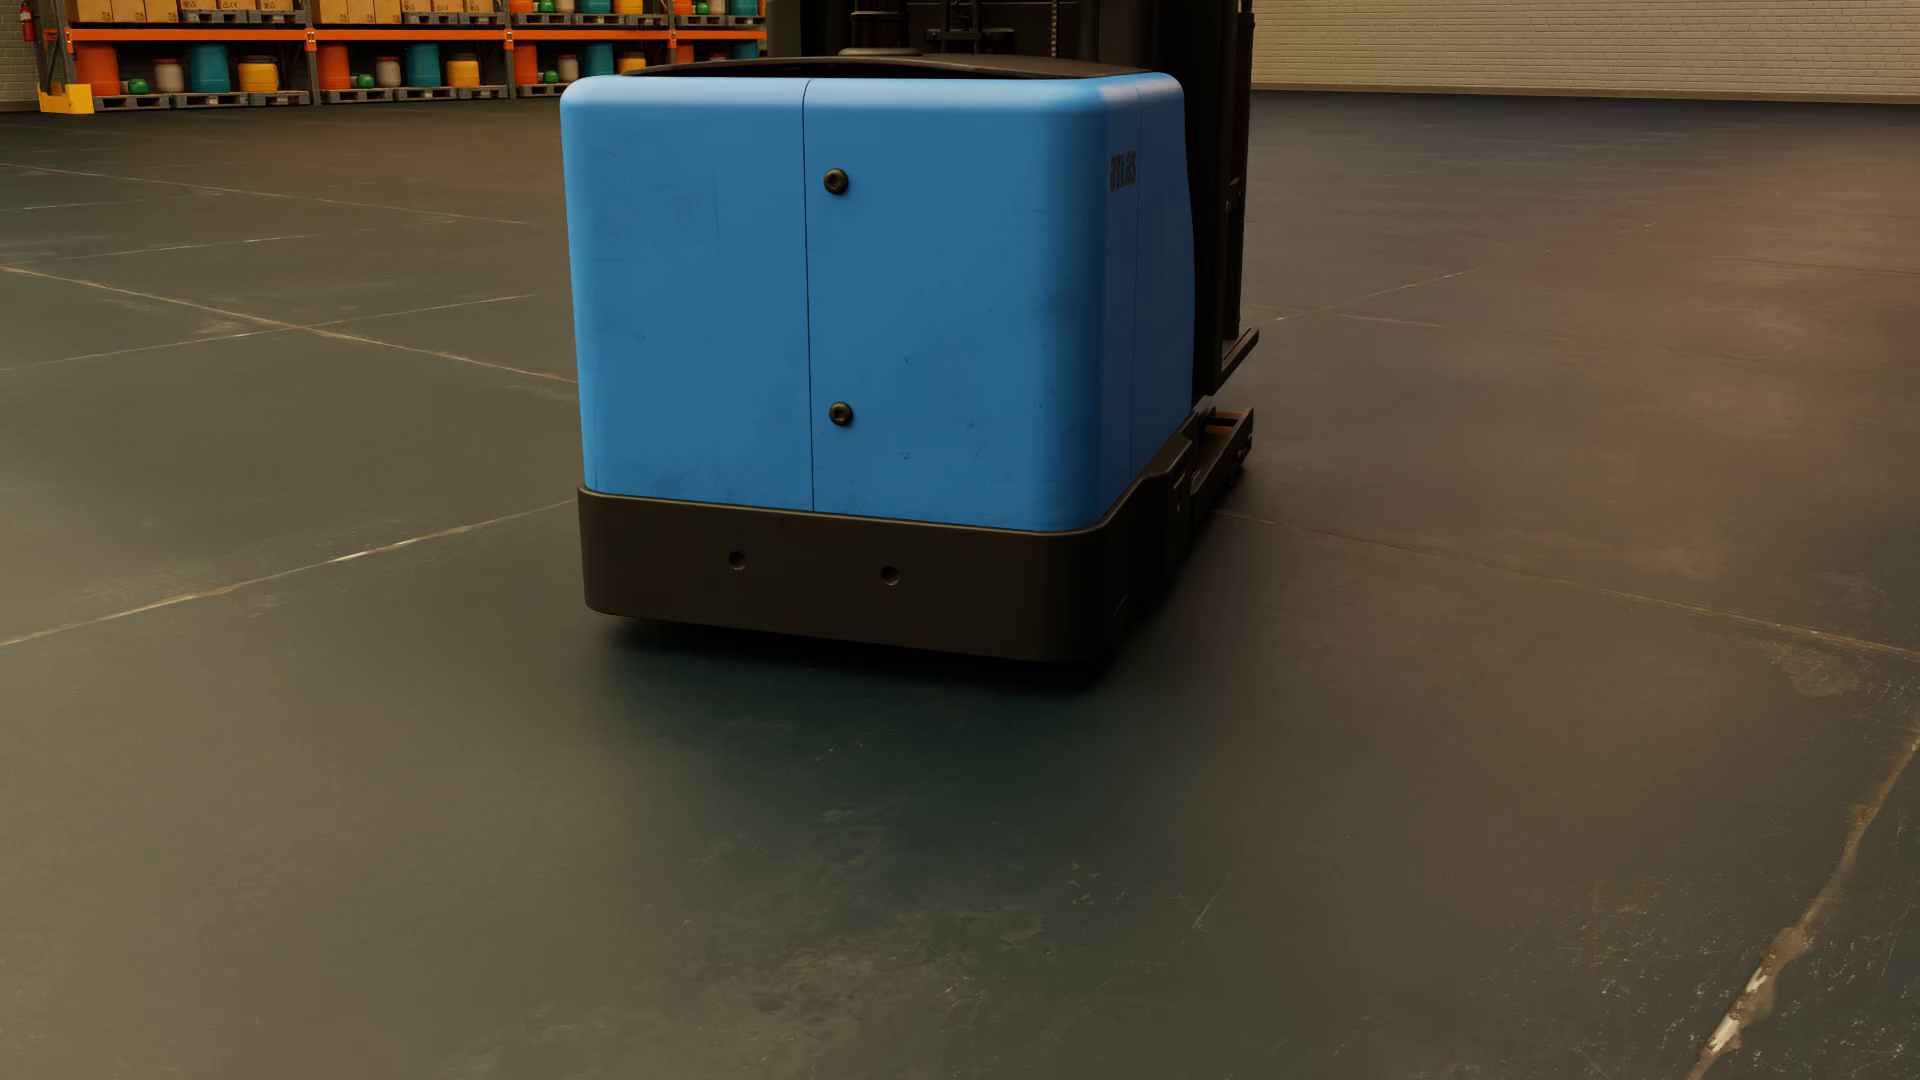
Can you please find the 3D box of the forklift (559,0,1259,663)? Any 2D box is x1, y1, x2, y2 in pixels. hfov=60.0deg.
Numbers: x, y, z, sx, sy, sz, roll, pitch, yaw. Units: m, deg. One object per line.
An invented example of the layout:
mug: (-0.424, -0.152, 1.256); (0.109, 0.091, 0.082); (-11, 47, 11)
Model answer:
forklift: (0.182, -1.571, 4.072); (1.130, 2.935, 3.031); (5, 18, 17)
